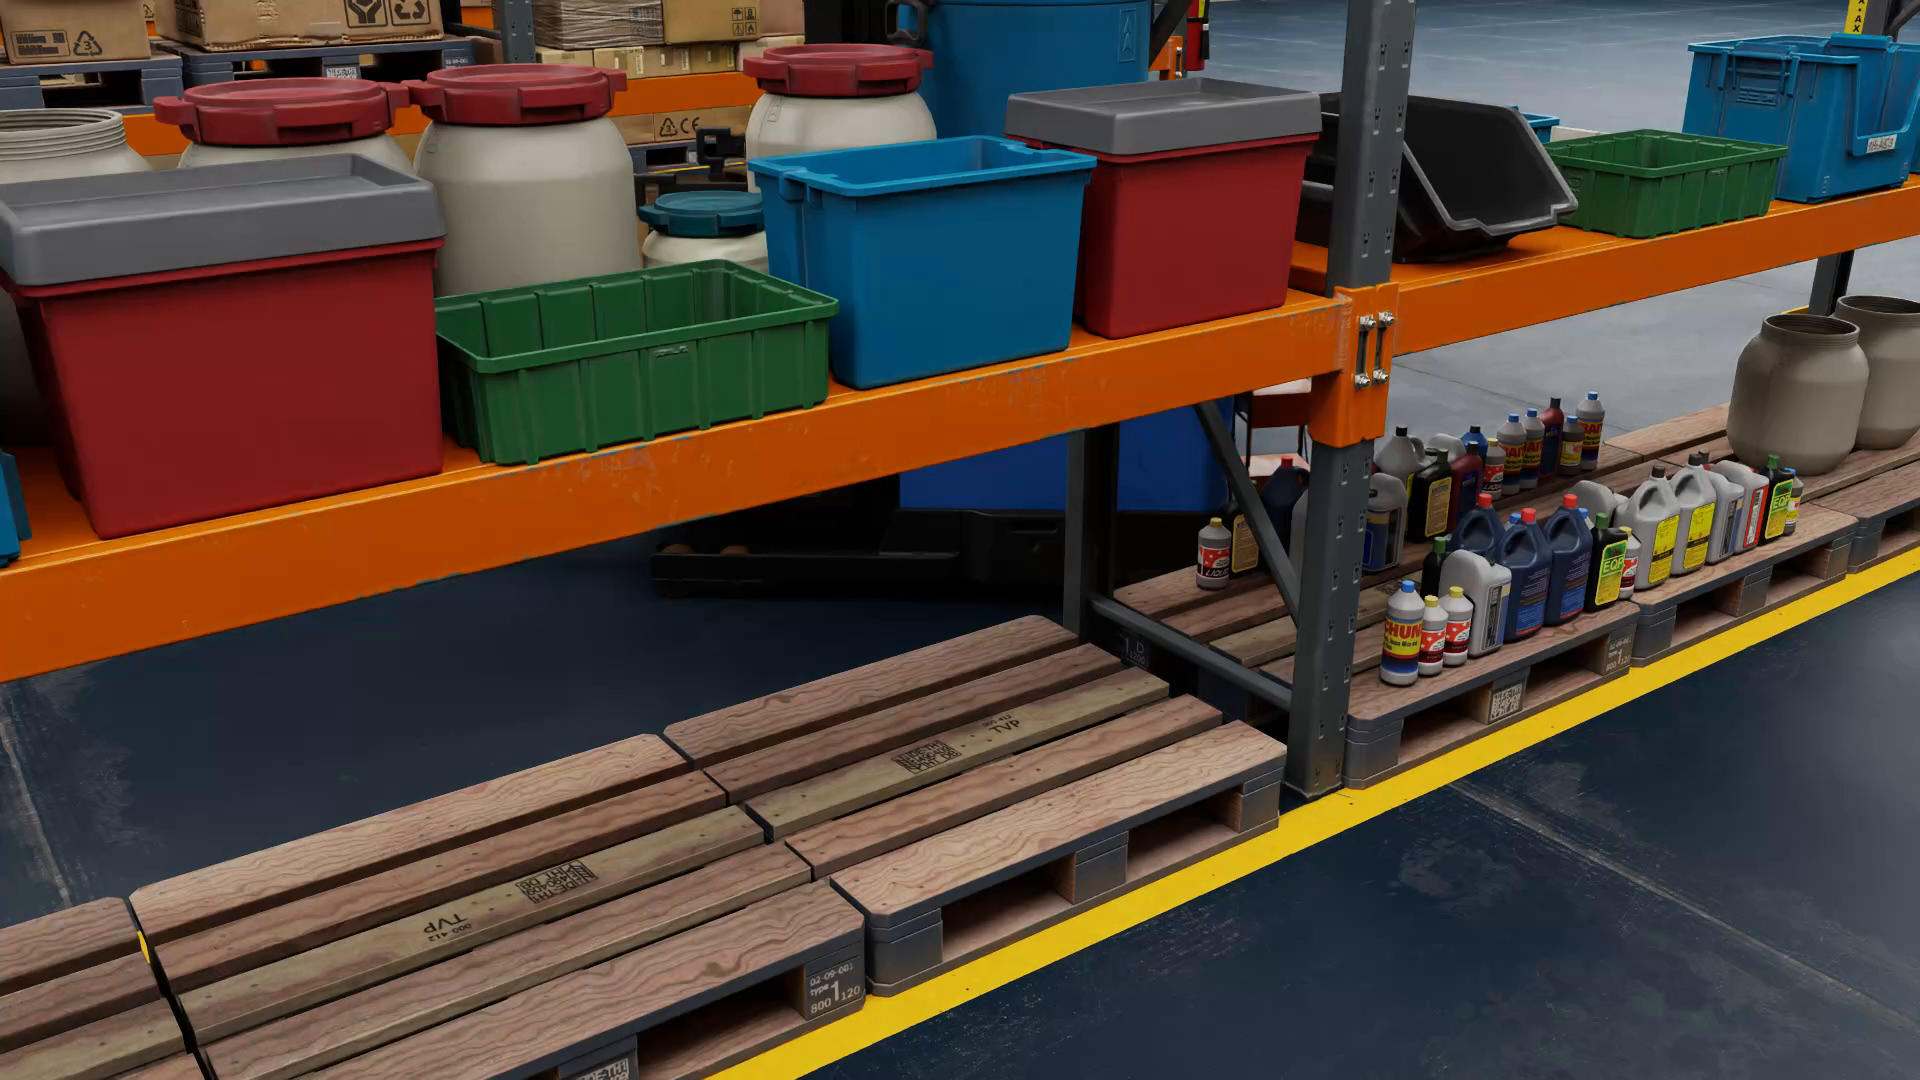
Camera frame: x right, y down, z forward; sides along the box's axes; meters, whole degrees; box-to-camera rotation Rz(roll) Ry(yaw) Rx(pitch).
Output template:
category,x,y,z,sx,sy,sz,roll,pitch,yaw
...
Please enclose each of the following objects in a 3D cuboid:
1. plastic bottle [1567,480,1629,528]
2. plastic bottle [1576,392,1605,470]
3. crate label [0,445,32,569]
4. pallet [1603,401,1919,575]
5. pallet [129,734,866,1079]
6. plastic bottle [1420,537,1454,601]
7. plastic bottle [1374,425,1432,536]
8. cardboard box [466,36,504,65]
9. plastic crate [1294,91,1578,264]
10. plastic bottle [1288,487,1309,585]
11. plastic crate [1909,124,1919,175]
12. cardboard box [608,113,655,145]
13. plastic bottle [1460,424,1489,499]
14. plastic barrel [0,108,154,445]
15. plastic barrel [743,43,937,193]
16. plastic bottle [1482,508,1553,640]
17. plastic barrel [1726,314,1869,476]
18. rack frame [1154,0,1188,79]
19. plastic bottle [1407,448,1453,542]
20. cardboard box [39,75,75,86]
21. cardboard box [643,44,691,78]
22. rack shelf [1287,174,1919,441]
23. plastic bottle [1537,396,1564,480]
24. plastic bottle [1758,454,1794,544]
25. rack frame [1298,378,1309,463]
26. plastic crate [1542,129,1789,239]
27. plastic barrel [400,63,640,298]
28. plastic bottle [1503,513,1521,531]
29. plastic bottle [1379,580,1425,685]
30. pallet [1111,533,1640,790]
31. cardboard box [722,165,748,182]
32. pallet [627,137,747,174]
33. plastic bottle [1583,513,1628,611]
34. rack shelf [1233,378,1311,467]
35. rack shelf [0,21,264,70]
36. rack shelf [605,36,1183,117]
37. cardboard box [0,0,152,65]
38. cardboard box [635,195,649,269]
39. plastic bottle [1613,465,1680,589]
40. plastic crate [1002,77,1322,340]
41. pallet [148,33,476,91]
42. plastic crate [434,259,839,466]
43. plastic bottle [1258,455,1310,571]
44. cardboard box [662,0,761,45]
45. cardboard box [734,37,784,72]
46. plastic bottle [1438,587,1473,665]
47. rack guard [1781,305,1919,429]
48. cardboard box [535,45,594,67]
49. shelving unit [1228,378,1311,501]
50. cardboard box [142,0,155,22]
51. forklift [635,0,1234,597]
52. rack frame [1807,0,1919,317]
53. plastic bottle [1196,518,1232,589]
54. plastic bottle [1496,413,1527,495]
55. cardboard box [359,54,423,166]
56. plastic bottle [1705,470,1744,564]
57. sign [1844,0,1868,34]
category,x,y,z,sx,sy,sz,roll,pitch,yaw
plastic bottle,1.932,-0.051,5.058,0.135,0.276,0.152,-15,26,-33
plastic bottle,2.237,-0.394,5.924,0.097,0.271,0.097,0,22,0
crate label,-1.639,-0.174,2.238,0.616,0.435,0.502,-15,26,-33
pallet,3.194,-0.256,6.252,1.213,0.211,1.003,-15,26,-33
pallet,-0.962,0.853,3.475,1.213,0.211,1.003,-15,26,-33
plastic bottle,1.342,0.120,4.619,0.133,0.283,0.061,-15,26,-33
plastic bottle,1.416,-0.201,5.334,0.185,0.351,0.144,-15,26,-33
cardboard box,-2.246,-2.398,8.198,0.250,0.149,0.380,-15,26,-33
plastic crate,1.143,-0.936,4.279,0.504,0.338,0.767,-15,26,-33
plastic bottle,1.082,-0.047,4.946,0.185,0.351,0.144,-15,26,-33
plastic crate,3.128,-1.349,5.431,0.408,0.251,0.499,-15,26,-33
cardboard box,-3.042,-3.610,13.197,0.875,0.875,0.875,-15,26,-34
plastic bottle,1.713,-0.254,5.574,0.097,0.271,0.097,0,22,0
plastic barrel,-1.551,-0.454,2.836,0.421,0.512,0.421,0,22,0
plastic barrel,-0.261,-0.812,3.700,0.433,0.535,0.433,0,22,0
plastic bottle,1.541,0.086,4.613,0.185,0.351,0.144,-14,26,-31
plastic barrel,2.994,-0.521,5.946,0.421,0.512,0.421,0,22,0
rack frame,0.998,-3.246,9.983,0.127,3.000,1.000,-15,26,-33
plastic bottle,1.497,-0.145,5.284,0.133,0.283,0.061,-15,26,-33
cardboard box,-6.300,-2.675,11.022,0.750,0.750,1.050,-15,26,-33
cardboard box,-1.502,-2.332,8.032,0.250,0.149,0.380,-15,26,-33
rack shelf,2.267,-0.989,5.297,4.000,0.370,1.077,-15,26,-33
plastic bottle,2.042,-0.356,5.813,0.133,0.283,0.061,-14,26,-32
plastic bottle,2.571,-0.138,5.267,0.133,0.283,0.061,-14,26,-32
rack frame,1.171,-0.425,5.532,0.008,1.050,0.200,-4,22,-7
plastic crate,1.910,-1.000,4.642,0.662,0.188,0.450,-15,26,-33
plastic barrel,-0.857,-0.653,3.302,0.433,0.535,0.433,0,22,0
plastic bottle,1.588,0.055,4.798,0.097,0.271,0.097,0,22,0
plastic bottle,1.158,0.236,4.346,0.097,0.271,0.097,0,22,0
pallet,1.213,0.272,4.929,1.213,0.211,1.003,-15,26,-33
cardboard box,-0.982,-1.773,9.098,0.500,0.500,0.500,-18,28,-37
pallet,-2.420,-3.268,13.801,1.213,0.211,1.003,-15,26,-33
plastic bottle,1.853,0.054,4.786,0.133,0.283,0.061,-14,25,-31
rack shelf,1.051,-0.407,5.522,0.240,0.259,0.215,-4,22,-7
rack shelf,-6.687,-3.127,10.656,4.000,0.370,1.077,-15,26,-33
rack shelf,-0.626,-2.479,9.031,4.000,0.370,1.077,-15,26,-33
cardboard box,-3.602,-2.220,6.706,0.637,0.503,0.797,-12,25,-27
cardboard box,-1.901,-1.489,8.385,0.500,0.500,0.500,-16,27,-34
plastic bottle,2.039,-0.047,4.946,0.185,0.351,0.144,-15,26,-33
plastic crate,0.429,-0.723,3.574,0.583,0.464,0.402,-15,26,-33
pallet,-2.954,-2.169,7.544,1.213,0.211,1.003,-15,26,-33
plastic crate,-0.605,-0.330,2.961,0.662,0.188,0.450,-15,26,-33
plastic bottle,0.998,-0.090,5.055,0.185,0.351,0.144,-16,27,-34
cardboard box,-1.421,-2.741,8.182,0.500,0.500,0.875,-15,26,-33
cardboard box,-1.077,-2.431,8.279,0.250,0.149,0.380,-15,26,-33
plastic bottle,1.323,0.224,4.469,0.097,0.201,0.097,0,22,0
rack guard,3.856,-0.564,6.635,0.348,0.500,1.175,-15,26,-33
cardboard box,-1.899,-2.219,7.750,0.250,0.149,0.380,-15,26,-33
shelving unit,1.051,-0.417,5.518,0.252,1.050,0.215,-4,22,-7
cardboard box,-5.331,-3.747,11.104,0.500,0.500,0.500,-15,26,-33
forklift,-0.624,-1.369,5.374,3.031,2.935,1.130,1,22,2
rack frame,3.890,-1.756,6.249,0.127,3.000,1.000,-15,26,-33
plastic bottle,0.756,0.033,4.948,0.097,0.201,0.097,0,22,0
plastic bottle,1.877,-0.298,5.684,0.097,0.271,0.097,0,22,0
cardboard box,-4.512,-3.217,12.212,0.875,0.875,0.875,-14,26,-32
plastic bottle,2.322,-0.089,5.154,0.135,0.276,0.152,-16,27,-34
sign,3.573,-2.051,6.615,0.005,0.325,0.100,-15,26,-33
